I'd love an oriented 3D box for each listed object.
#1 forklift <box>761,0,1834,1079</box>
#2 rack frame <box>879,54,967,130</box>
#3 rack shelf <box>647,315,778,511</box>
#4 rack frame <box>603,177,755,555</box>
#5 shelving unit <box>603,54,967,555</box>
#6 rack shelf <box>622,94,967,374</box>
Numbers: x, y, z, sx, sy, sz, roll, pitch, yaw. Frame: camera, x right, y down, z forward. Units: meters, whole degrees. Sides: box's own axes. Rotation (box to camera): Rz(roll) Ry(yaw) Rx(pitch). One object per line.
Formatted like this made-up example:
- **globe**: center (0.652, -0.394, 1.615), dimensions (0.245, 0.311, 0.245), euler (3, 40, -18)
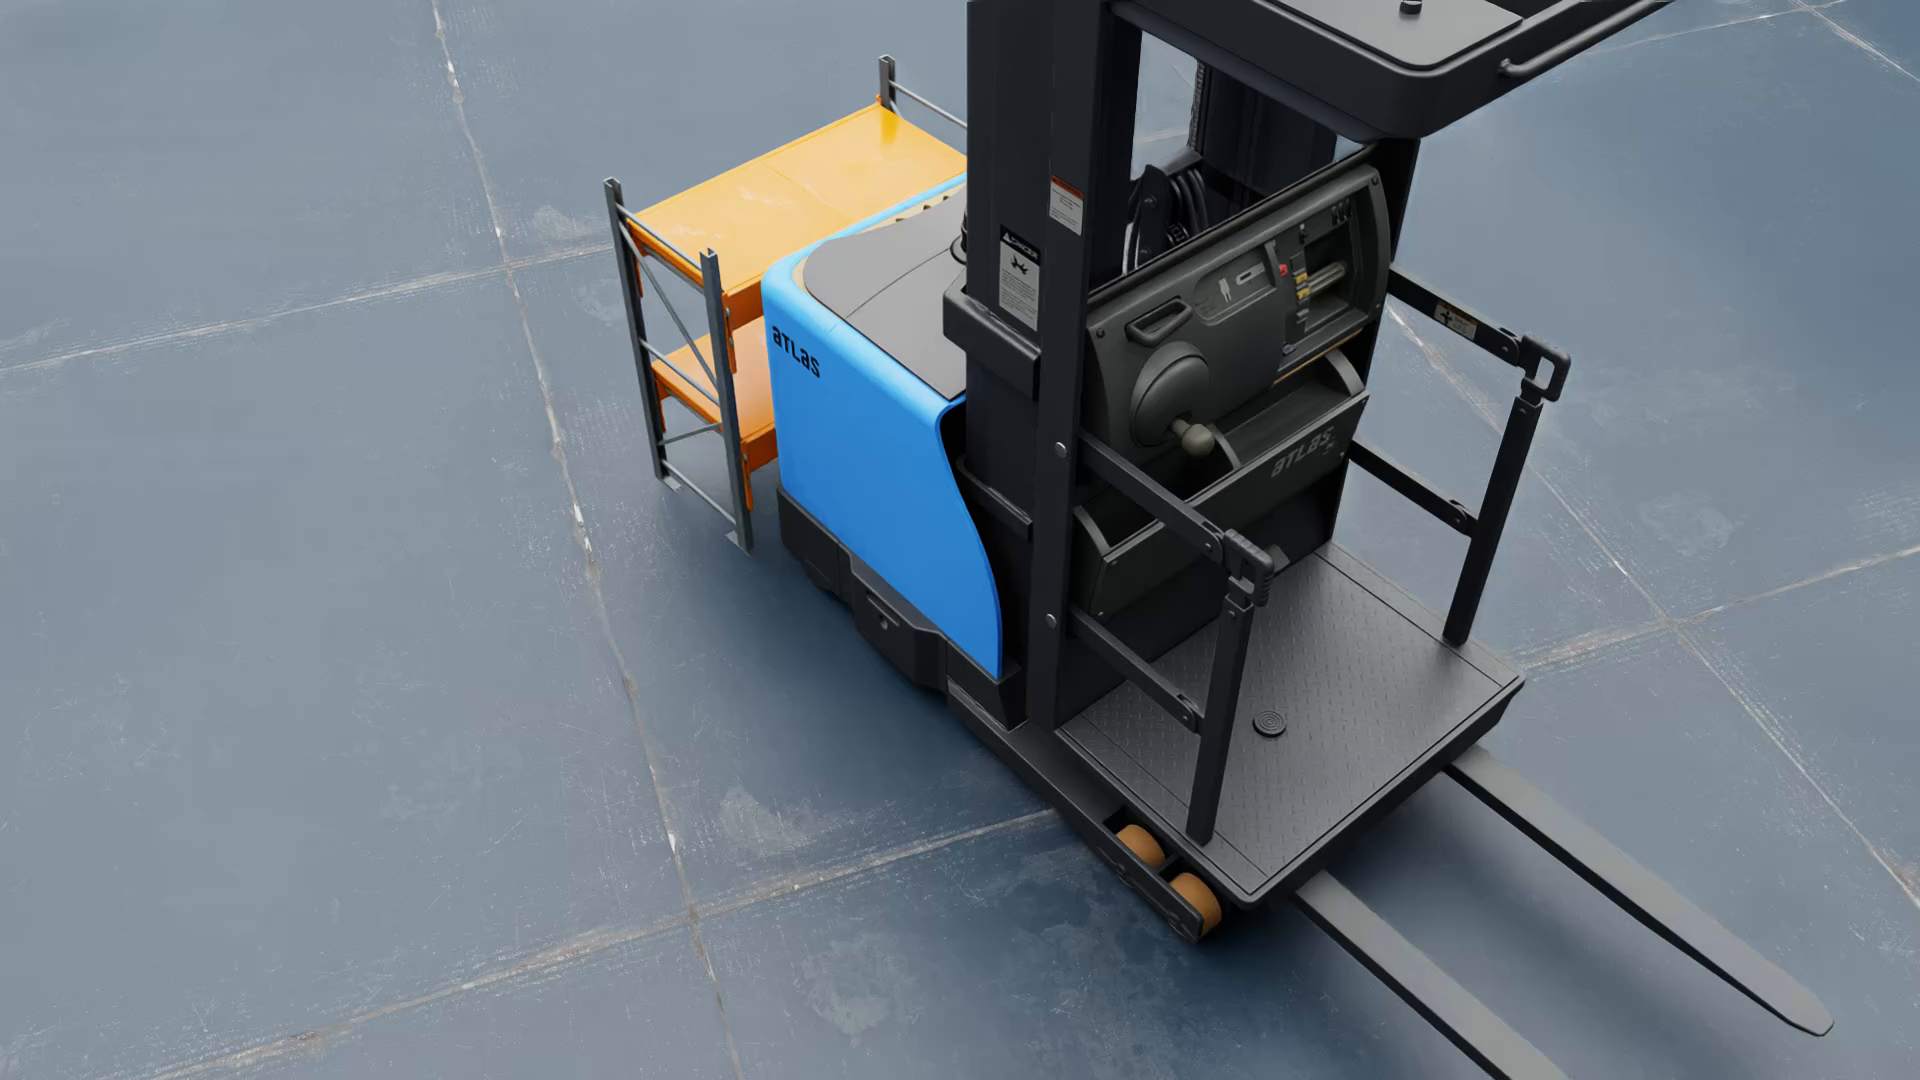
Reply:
- **forklift**: center (0.782, -0.432, 3.611), dimensions (1.130, 2.935, 3.031), euler (-31, 53, -27)
- **rack frame**: center (-0.073, -0.974, 5.427), dimensions (0.032, 1.125, 0.500), euler (-33, 54, -28)
- **rack shelf**: center (-0.448, -0.559, 5.358), dimensions (1.000, 0.278, 0.538), euler (-33, 54, -28)
- **rack frame**: center (-0.824, -0.489, 4.943), dimensions (0.032, 1.125, 0.500), euler (-33, 54, -28)
- **shelving unit**: center (-0.448, -0.732, 5.185), dimensions (1.048, 1.125, 0.538), euler (-33, 54, -28)
- **rack shelf**: center (-0.448, -0.938, 4.978), dimensions (1.000, 0.278, 0.538), euler (-33, 54, -28)
